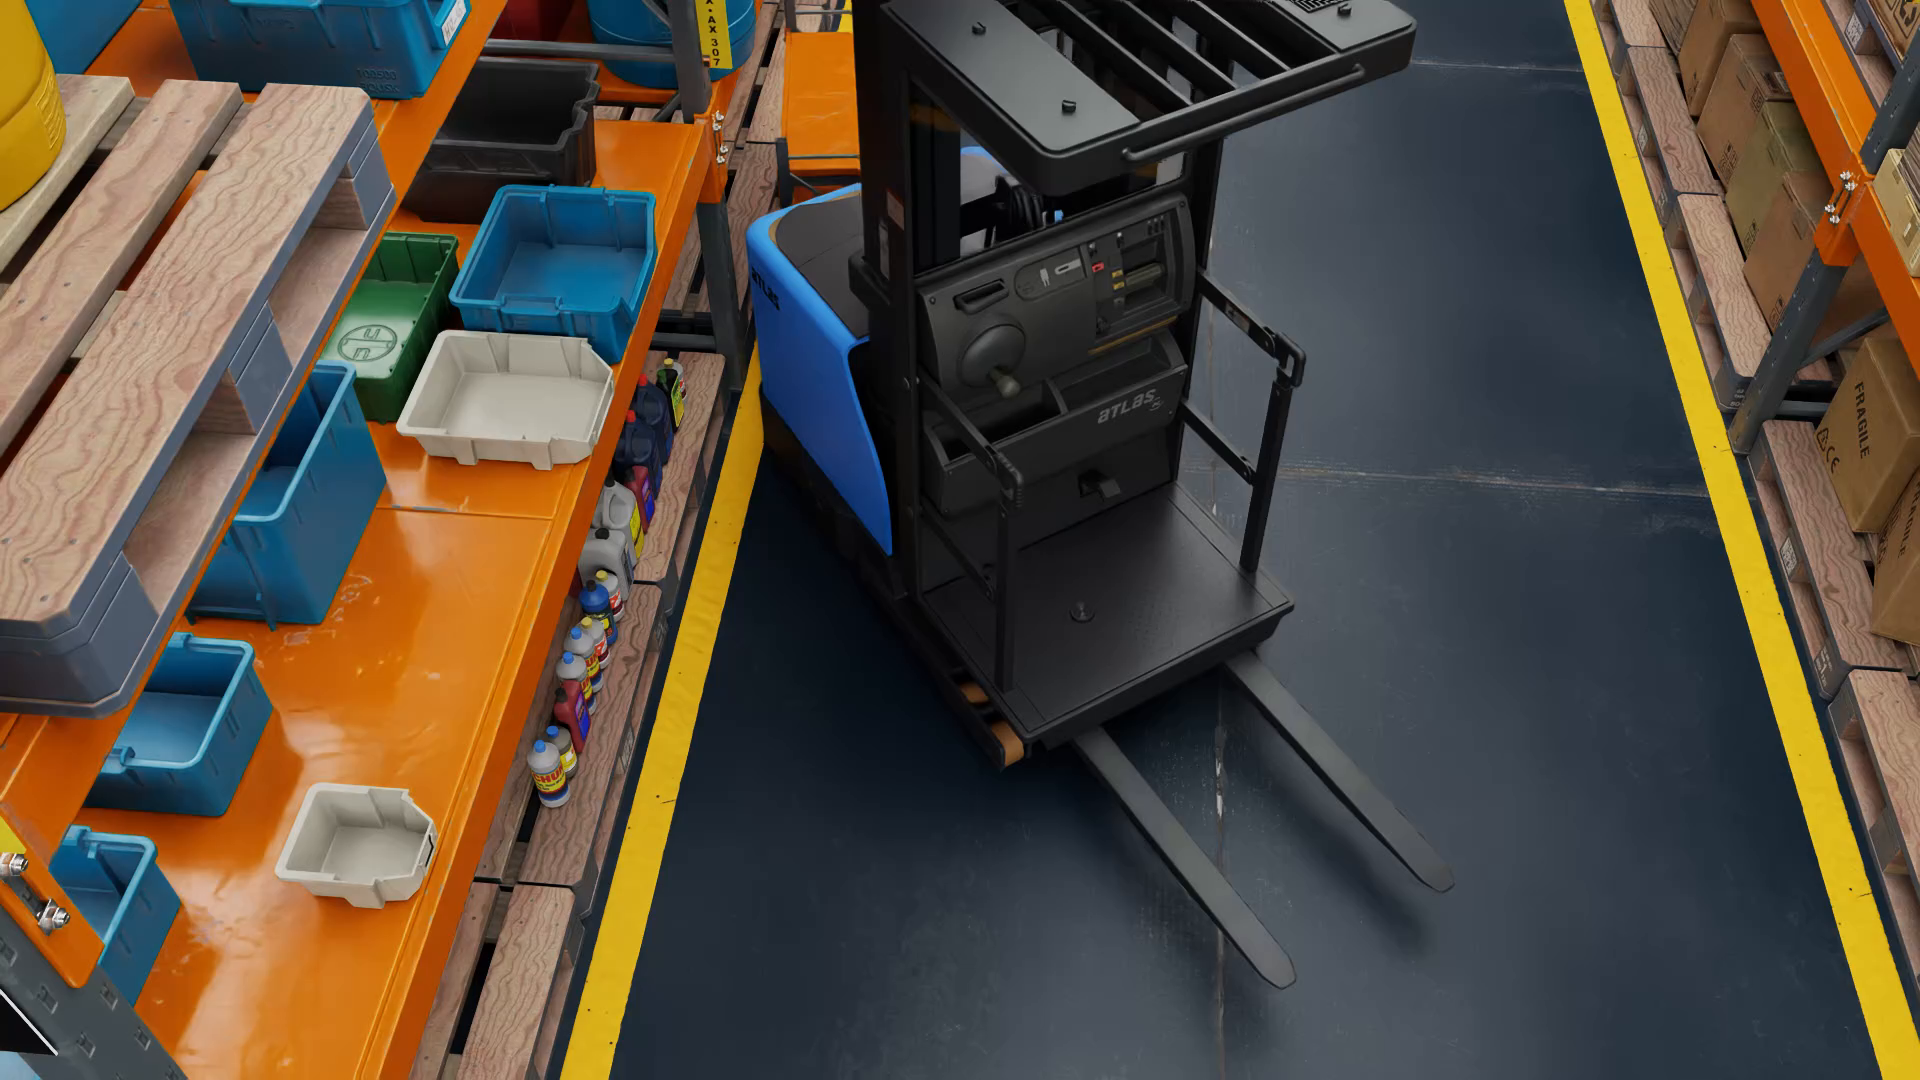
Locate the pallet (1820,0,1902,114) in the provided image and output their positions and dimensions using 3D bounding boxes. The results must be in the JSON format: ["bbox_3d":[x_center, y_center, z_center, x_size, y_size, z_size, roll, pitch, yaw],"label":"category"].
[{"bbox_3d":[3.765,-1.846,6.036,1.003,0.211,1.213,4,48,4],"label":"pallet"}]

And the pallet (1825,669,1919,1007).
[{"bbox_3d":[3.416,0.977,5.214,1.003,0.211,1.213,4,48,4],"label":"pallet"}]

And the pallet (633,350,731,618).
[{"bbox_3d":[-1.484,-0.261,6.345,1.003,0.211,1.213,4,48,4],"label":"pallet"}]

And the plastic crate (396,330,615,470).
[{"bbox_3d":[-1.277,-0.393,4.756,0.530,0.136,0.437,4,48,4],"label":"plastic crate"}]

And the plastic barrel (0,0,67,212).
[{"bbox_3d":[-1.769,-0.817,2.520,0.600,0.588,0.600,0,48,0],"label":"plastic barrel"}]

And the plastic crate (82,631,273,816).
[{"bbox_3d":[-1.934,0.432,3.923,0.499,0.251,0.408,4,48,4],"label":"plastic crate"}]

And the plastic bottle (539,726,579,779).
[{"bbox_3d":[-1.261,0.655,5.216,0.097,0.201,0.097,0,48,0],"label":"plastic bottle"}]

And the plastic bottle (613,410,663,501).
[{"bbox_3d":[-1.171,-0.313,6.001,0.144,0.351,0.185,2,48,2],"label":"plastic bottle"}]

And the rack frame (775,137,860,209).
[{"bbox_3d":[-0.424,-1.087,6.482,0.500,1.125,0.032,-2,48,-2],"label":"rack frame"}]

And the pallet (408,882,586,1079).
[{"bbox_3d":[-1.707,1.532,4.705,1.003,0.211,1.213,4,48,4],"label":"pallet"}]

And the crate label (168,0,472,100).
[{"bbox_3d":[-1.246,-1.069,3.263,0.502,0.251,0.408,4,48,4],"label":"crate label"}]

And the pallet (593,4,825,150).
[{"bbox_3d":[-1.240,-2.230,8.147,1.003,0.211,1.213,4,48,4],"label":"pallet"}]

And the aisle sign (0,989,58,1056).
[{"bbox_3d":[-1.461,0.442,2.051,0.394,0.787,0.004,4,48,4],"label":"aisle sign"}]

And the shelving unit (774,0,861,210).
[{"bbox_3d":[-0.445,-1.462,6.825,0.538,1.125,1.048,-2,48,-2],"label":"shelving unit"}]

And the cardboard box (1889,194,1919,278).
[{"bbox_3d":[3.196,-0.954,5.260,0.380,0.149,0.250,4,48,4],"label":"cardboard box"}]

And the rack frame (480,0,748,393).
[{"bbox_3d":[-1.382,-1.692,5.765,1.000,3.000,0.127,4,48,4],"label":"rack frame"}]

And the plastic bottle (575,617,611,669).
[{"bbox_3d":[-1.221,0.333,5.511,0.097,0.201,0.097,0,48,0],"label":"plastic bottle"}]

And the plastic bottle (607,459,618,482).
[{"bbox_3d":[-1.320,-0.280,6.021,0.152,0.276,0.135,4,48,4],"label":"plastic bottle"}]

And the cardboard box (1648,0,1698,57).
[{"bbox_3d":[3.836,-2.701,8.084,0.700,0.500,0.500,0,48,0],"label":"cardboard box"}]

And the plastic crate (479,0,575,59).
[{"bbox_3d":[-1.642,-2.090,6.086,0.402,0.464,0.583,4,48,4],"label":"plastic crate"}]

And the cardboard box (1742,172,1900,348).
[{"bbox_3d":[3.628,-1.114,6.632,0.700,0.500,0.500,1,48,1],"label":"cardboard box"}]

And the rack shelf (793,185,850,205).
[{"bbox_3d":[-0.445,-1.297,7.005,0.538,0.278,1.000,-2,48,-2],"label":"rack shelf"}]

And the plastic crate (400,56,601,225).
[{"bbox_3d":[-1.556,-1.295,5.444,0.767,0.338,0.504,4,48,4],"label":"plastic crate"}]

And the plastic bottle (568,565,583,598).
[{"bbox_3d":[-1.325,0.059,5.706,0.061,0.283,0.133,4,48,4],"label":"plastic bottle"}]

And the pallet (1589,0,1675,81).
[{"bbox_3d":[3.843,-2.783,8.653,1.003,0.211,1.213,4,48,4],"label":"pallet"}]

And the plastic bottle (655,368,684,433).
[{"bbox_3d":[-1.097,-0.549,6.262,0.061,0.283,0.133,6,48,5],"label":"plastic bottle"}]

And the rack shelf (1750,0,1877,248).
[{"bbox_3d":[3.733,-2.586,7.070,1.077,0.370,4.000,4,48,4],"label":"rack shelf"}]

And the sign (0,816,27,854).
[{"bbox_3d":[-1.199,0.272,1.930,0.100,0.325,0.005,4,48,4],"label":"sign"}]

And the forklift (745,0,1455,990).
[{"bbox_3d":[0.423,-0.632,4.842,1.130,2.935,3.031,-24,52,-20],"label":"forklift"}]

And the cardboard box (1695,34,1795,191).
[{"bbox_3d":[3.741,-1.874,7.327,0.700,0.500,0.500,0,48,0],"label":"cardboard box"}]

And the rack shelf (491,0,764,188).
[{"bbox_3d":[-1.199,-2.919,7.375,1.077,0.370,4.000,4,48,4],"label":"rack shelf"}]

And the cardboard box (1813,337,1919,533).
[{"bbox_3d":[3.475,-0.366,5.962,0.500,0.500,0.500,3,48,2],"label":"cardboard box"}]

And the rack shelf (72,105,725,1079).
[{"bbox_3d":[-1.564,0.020,4.686,1.077,0.370,4.000,4,48,4],"label":"rack shelf"}]

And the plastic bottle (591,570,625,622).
[{"bbox_3d":[-1.202,0.182,5.649,0.097,0.201,0.097,0,48,0],"label":"plastic bottle"}]

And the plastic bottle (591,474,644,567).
[{"bbox_3d":[-1.200,-0.076,5.784,0.144,0.351,0.185,4,48,3],"label":"plastic bottle"}]

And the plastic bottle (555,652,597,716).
[{"bbox_3d":[-1.239,0.456,5.351,0.097,0.271,0.097,0,48,0],"label":"plastic bottle"}]

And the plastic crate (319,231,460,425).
[{"bbox_3d":[-1.786,-0.642,4.948,0.450,0.188,0.662,4,48,4],"label":"plastic crate"}]
